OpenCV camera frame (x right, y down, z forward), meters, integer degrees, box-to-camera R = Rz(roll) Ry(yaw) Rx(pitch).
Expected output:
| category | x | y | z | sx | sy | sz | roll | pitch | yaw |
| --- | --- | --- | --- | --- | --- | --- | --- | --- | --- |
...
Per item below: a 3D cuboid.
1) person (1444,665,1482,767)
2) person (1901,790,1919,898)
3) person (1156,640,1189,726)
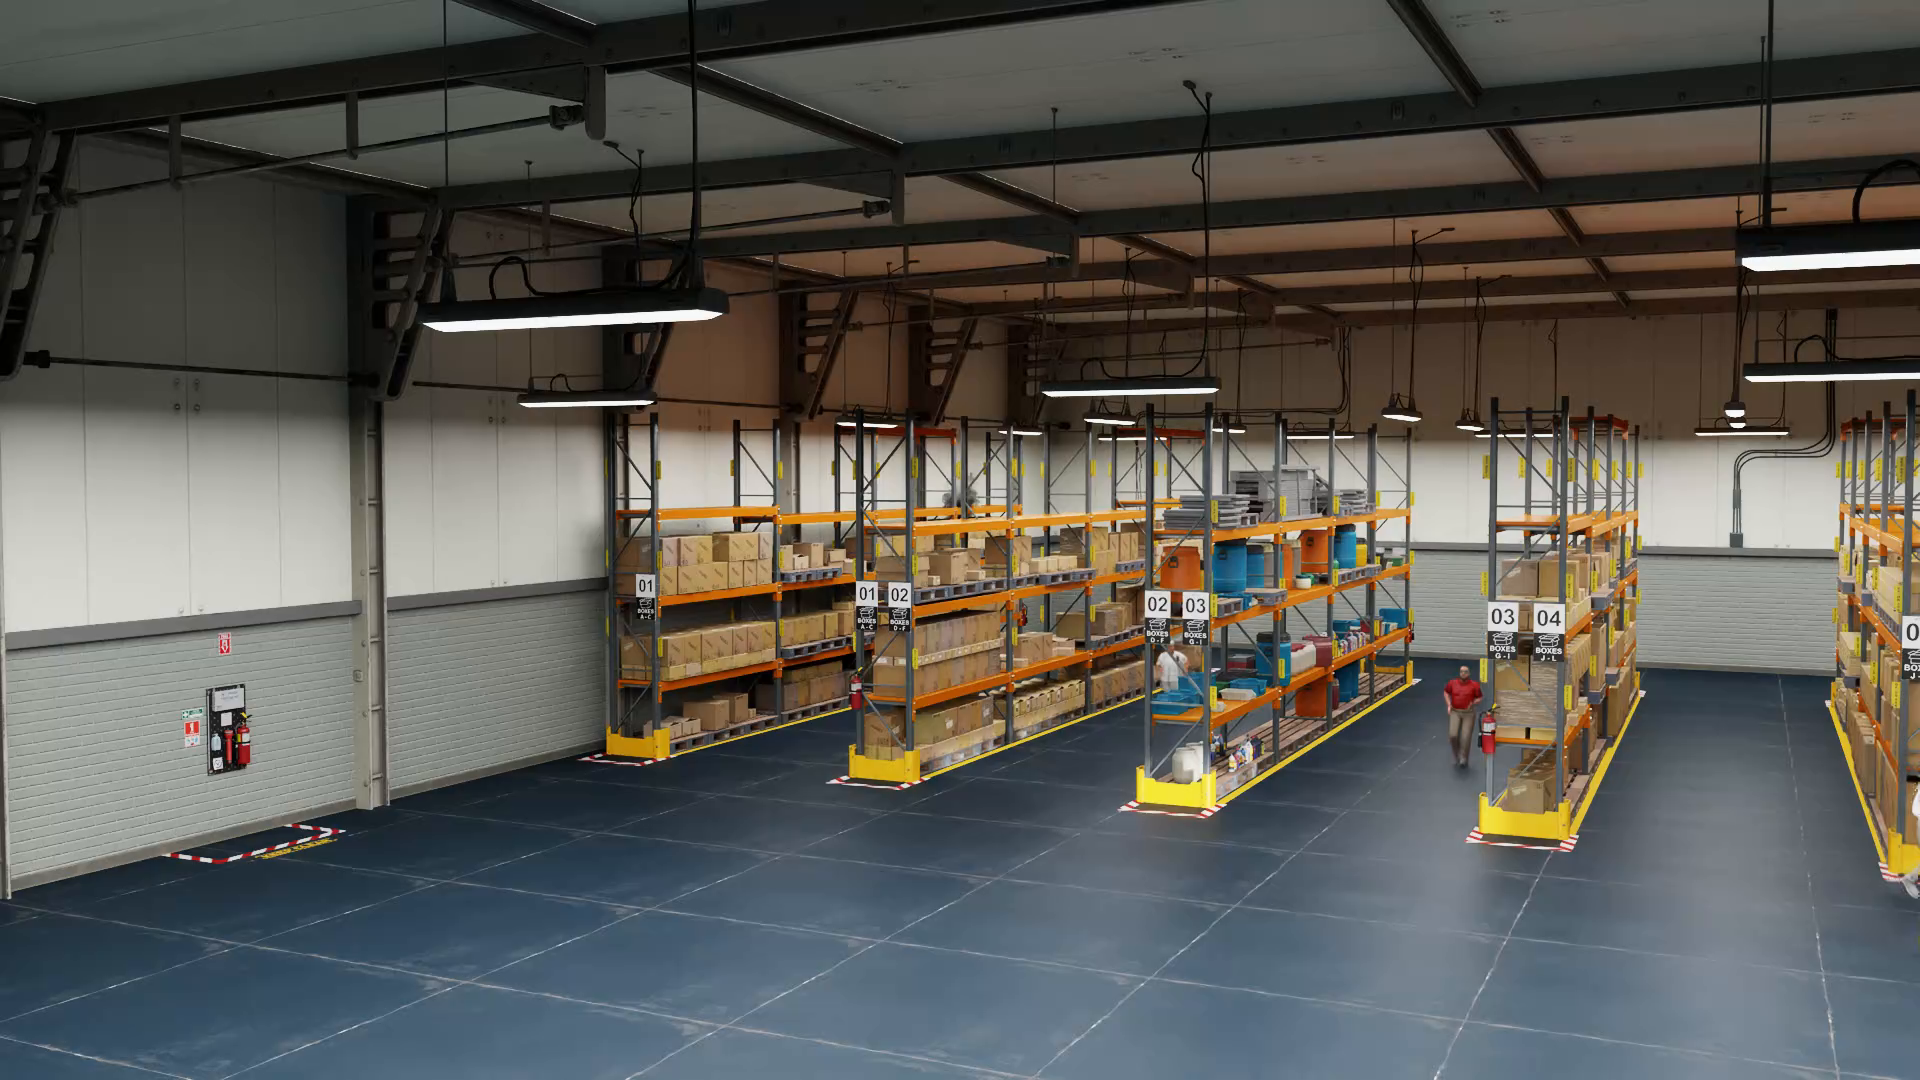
| category | x | y | z | sx | sy | sz | roll | pitch | yaw |
| --- | --- | --- | --- | --- | --- | --- | --- | --- | --- |
| person | 8.462 | 2.978 | 28.018 | 0.634 | 1.729 | 0.688 | 1 | 3 | 20 |
| person | 11.174 | 3.353 | 19.031 | 0.638 | 1.677 | 0.766 | -1 | 2 | -16 |
| person | 4.149 | 2.810 | 32.728 | 0.596 | 1.702 | 0.710 | 1 | 3 | 24 |
